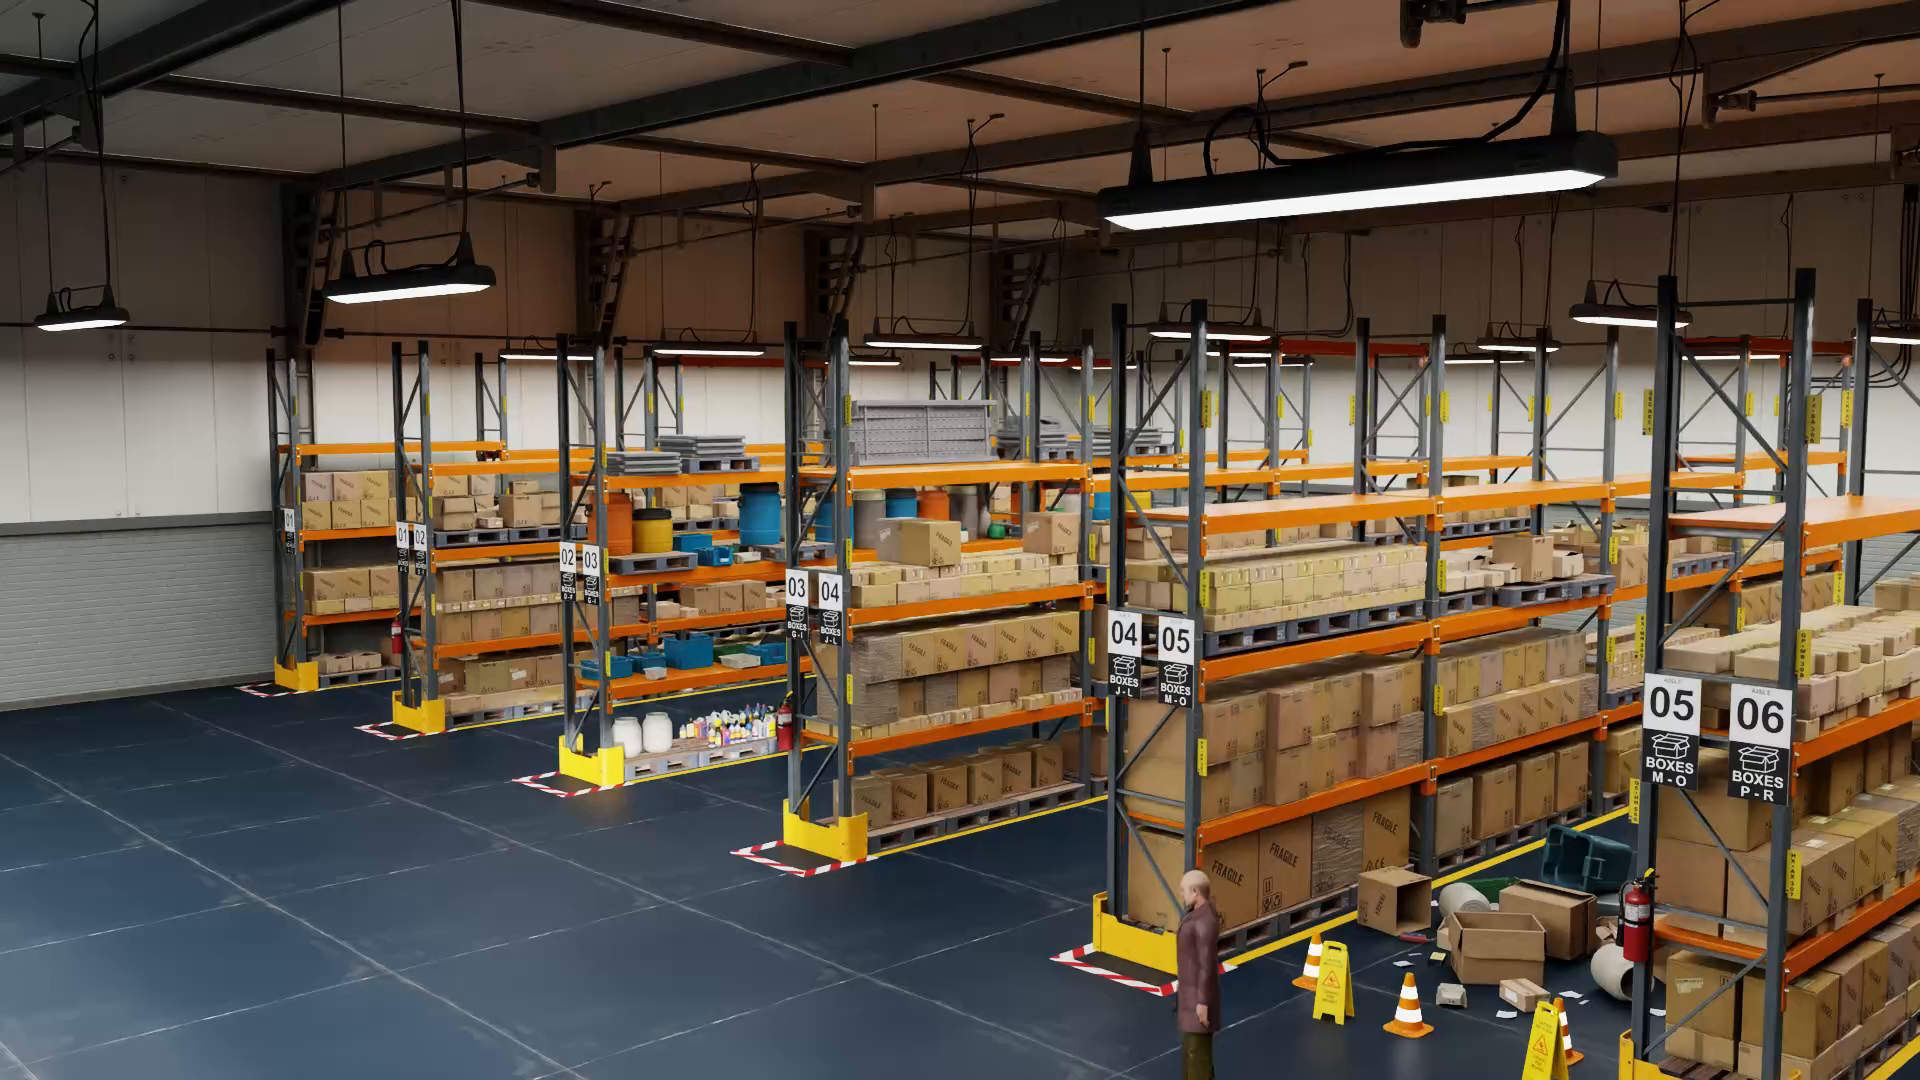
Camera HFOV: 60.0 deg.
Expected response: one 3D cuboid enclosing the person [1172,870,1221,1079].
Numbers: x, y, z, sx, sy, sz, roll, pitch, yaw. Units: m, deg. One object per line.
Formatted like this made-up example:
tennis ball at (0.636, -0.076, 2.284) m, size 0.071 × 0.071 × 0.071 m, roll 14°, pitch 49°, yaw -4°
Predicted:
person at (1.647, 3.242, 11.896) m, size 0.430 × 1.782 × 0.630 m, roll 0°, pitch 5°, yaw 4°
